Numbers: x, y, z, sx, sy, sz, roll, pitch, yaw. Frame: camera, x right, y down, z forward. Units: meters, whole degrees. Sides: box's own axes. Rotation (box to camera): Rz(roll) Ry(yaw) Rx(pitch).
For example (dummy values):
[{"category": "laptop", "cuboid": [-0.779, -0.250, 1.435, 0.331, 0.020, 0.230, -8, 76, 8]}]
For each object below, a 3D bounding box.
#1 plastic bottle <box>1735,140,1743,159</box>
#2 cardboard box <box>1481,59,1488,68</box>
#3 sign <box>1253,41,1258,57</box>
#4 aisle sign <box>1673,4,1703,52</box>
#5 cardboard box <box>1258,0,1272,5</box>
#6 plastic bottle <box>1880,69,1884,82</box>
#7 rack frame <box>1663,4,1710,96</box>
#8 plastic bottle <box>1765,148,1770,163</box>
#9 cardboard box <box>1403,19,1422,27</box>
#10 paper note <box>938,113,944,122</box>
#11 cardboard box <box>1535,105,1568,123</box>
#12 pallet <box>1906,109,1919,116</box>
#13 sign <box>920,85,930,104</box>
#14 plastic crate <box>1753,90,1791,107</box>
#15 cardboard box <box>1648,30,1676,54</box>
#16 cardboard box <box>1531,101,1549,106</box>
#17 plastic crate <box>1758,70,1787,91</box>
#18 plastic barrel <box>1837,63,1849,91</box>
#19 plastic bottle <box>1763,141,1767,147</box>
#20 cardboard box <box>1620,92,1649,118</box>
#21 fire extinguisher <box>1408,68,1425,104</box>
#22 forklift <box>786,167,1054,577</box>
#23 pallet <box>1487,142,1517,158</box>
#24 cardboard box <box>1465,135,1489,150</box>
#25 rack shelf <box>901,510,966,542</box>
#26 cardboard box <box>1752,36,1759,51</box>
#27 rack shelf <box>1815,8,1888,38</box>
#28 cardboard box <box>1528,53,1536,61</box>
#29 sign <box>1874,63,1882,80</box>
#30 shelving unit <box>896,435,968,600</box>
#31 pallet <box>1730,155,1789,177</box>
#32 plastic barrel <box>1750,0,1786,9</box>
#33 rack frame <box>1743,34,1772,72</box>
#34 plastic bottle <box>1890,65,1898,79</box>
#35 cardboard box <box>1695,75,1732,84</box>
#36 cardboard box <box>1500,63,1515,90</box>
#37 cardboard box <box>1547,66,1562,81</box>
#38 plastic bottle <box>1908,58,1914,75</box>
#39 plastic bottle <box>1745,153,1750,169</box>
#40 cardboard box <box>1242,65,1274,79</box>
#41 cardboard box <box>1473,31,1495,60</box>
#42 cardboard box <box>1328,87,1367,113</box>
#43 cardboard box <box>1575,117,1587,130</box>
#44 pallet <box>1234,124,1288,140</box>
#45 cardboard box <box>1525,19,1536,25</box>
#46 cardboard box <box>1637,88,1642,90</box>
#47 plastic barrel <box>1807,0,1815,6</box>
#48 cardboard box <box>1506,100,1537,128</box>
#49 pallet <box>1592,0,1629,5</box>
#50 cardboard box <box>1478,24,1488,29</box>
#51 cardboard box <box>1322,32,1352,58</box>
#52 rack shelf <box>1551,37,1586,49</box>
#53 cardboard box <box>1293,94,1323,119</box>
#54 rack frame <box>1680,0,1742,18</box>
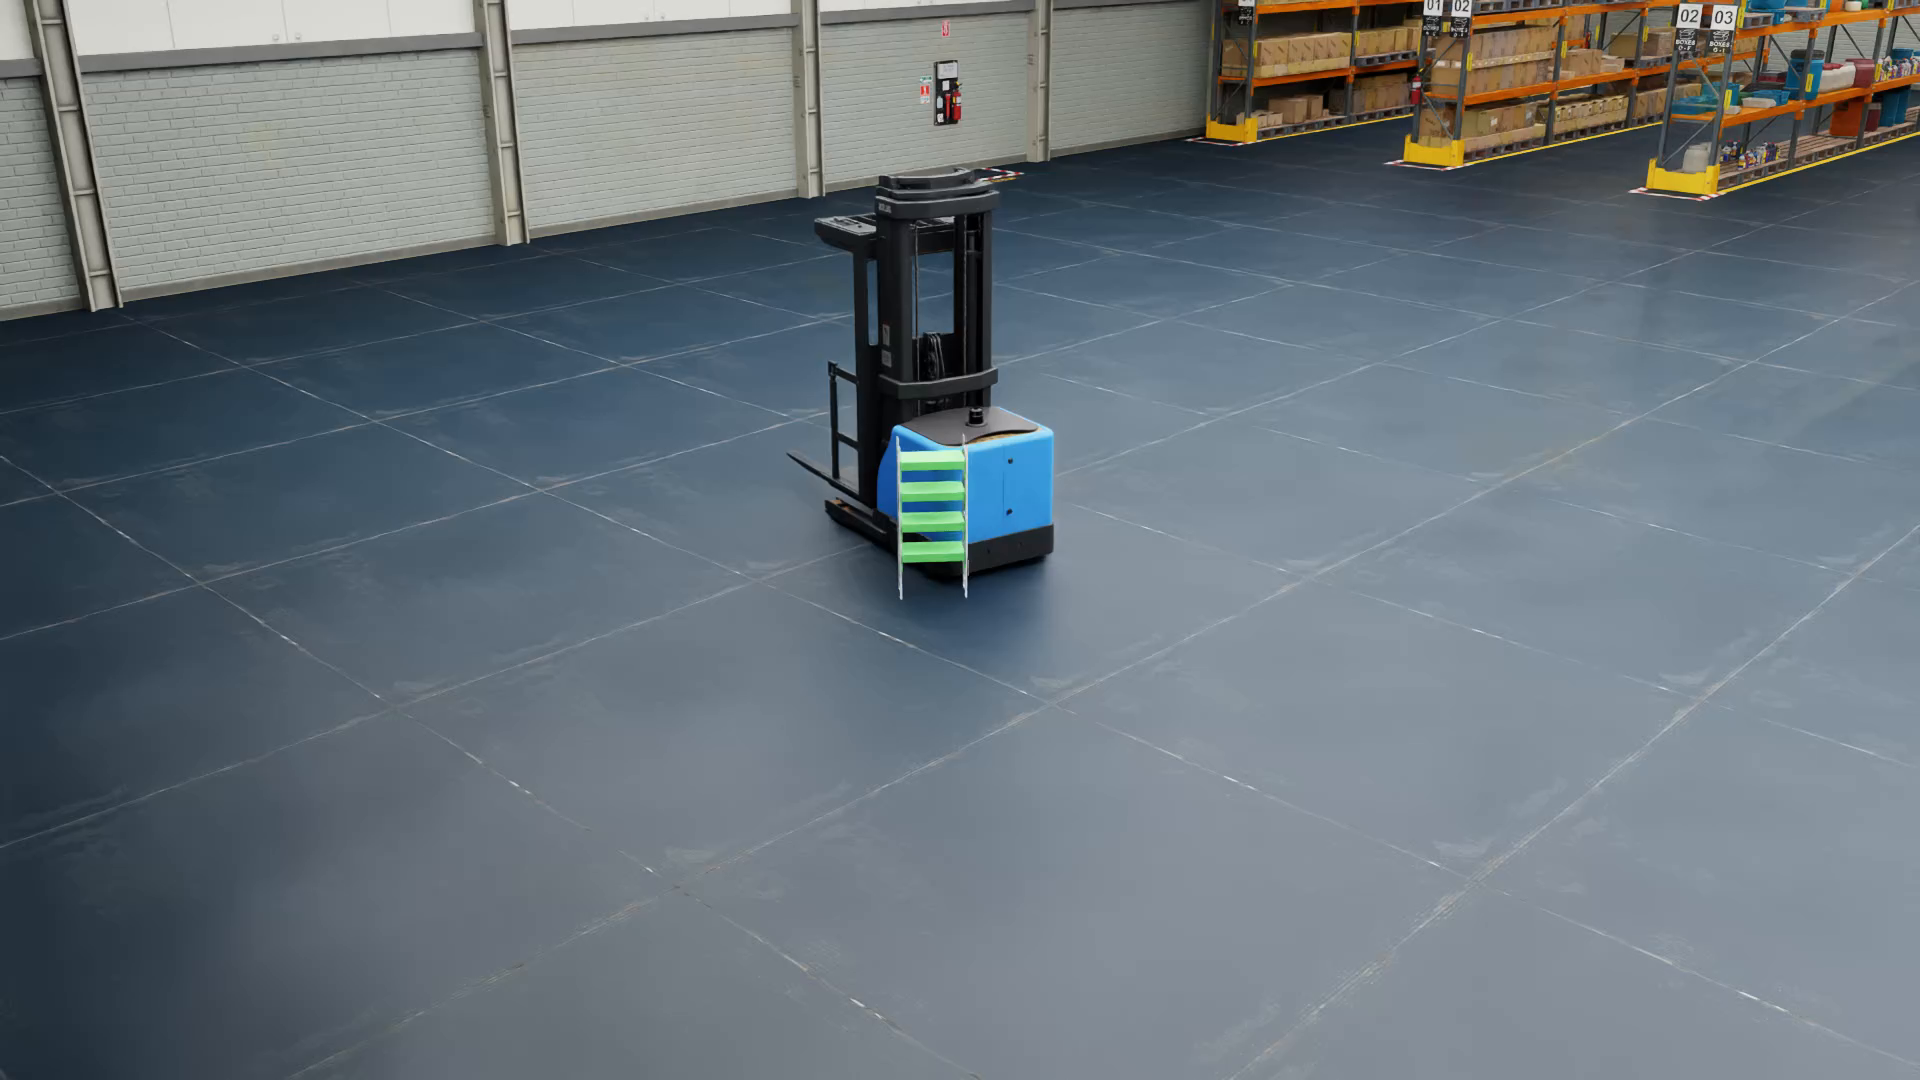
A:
[{"category": "plastic bottle", "cuboid": [15.010, -7.535, 32.076, 0.144, 0.351, 0.185, 19, 28, 41]}, {"category": "cardboard box", "cuboid": [10.215, -9.447, 32.928, 0.380, 0.149, 0.250, 19, 28, 41]}, {"category": "sign", "cuboid": [6.267, -10.425, 35.310, 0.100, 0.325, 0.005, 19, 28, 41]}, {"category": "aisle sign", "cuboid": [12.713, -8.947, 29.047, 0.394, 0.787, 0.004, 19, 28, 41]}, {"category": "cardboard box", "cuboid": [6.290, -11.636, 35.320, 0.500, 0.500, 0.500, -19, 28, -41]}, {"category": "plastic bottle", "cuboid": [19.413, -9.825, 35.129, 0.152, 0.276, 0.135, 19, 28, 41]}, {"category": "rack frame", "cuboid": [17.801, -12.003, 40.621, 1.000, 3.000, 0.127, 19, 28, 41]}, {"category": "plastic bottle", "cuboid": [15.306, -7.304, 31.569, 0.133, 0.283, 0.061, -18, 27, -39]}, {"category": "cardboard box", "cuboid": [11.026, -12.585, 40.481, 0.380, 0.149, 0.250, 14, 25, 32]}, {"category": "paper note", "cuboid": [-0.363, -7.946, 31.294, 0.016, 0.148, 0.142, 19, 28, 41]}, {"category": "cardboard box", "cuboid": [12.687, -9.164, 35.702, 0.500, 0.311, 0.500, 19, 28, 41]}, {"category": "pallet", "cuboid": [22.684, -9.974, 39.230, 1.003, 0.211, 1.213, 19, 28, 41]}, {"category": "sign", "cuboid": [-0.650, -8.286, 30.901, 0.001, 0.329, 0.234, 19, 28, 41]}, {"category": "plastic crate", "cuboid": [15.189, -8.284, 31.153, 0.499, 0.251, 0.616, 19, 28, 41]}, {"category": "cardboard box", "cuboid": [16.613, -11.776, 39.306, 0.700, 0.500, 0.500, 12, 24, 27]}, {"category": "cardboard box", "cuboid": [12.656, -9.432, 36.398, 0.500, 0.311, 0.500, -19, 28, -41]}, {"category": "plastic crate", "cuboid": [15.885, -8.936, 32.555, 0.402, 0.464, 0.583, 19, 28, 41]}, {"category": "plastic barrel", "cuboid": [17.699, -9.360, 33.589, 0.421, 0.512, 0.421, 0, 21, 0]}, {"category": "plastic bottle", "cuboid": [15.421, -7.473, 31.915, 0.144, 0.351, 0.185, 19, 28, 41]}, {"category": "cardboard box", "cuboid": [15.533, -10.058, 38.434, 0.500, 0.500, 0.500, -19, 28, -40]}, {"category": "fire extinguisher", "cuboid": [9.015, -8.968, 32.833, 0.296, 0.674, 0.183, 19, 28, 41]}, {"category": "forklift", "cuboid": [-0.479, -1.567, 13.565, 1.130, 2.935, 3.031, -13, 25, -30]}, {"category": "pallet", "cuboid": [10.784, -8.136, 34.447, 1.003, 0.211, 1.213, 19, 28, 41]}, {"category": "cardboard box", "cuboid": [10.309, -8.042, 33.564, 0.500, 0.250, 0.500, 19, 28, 41]}, {"category": "rack shelf", "cuboid": [-0.206, -0.105, 12.349, 0.480, 0.148, 0.258, -2, 22, -5]}, {"category": "cardboard box", "cuboid": [20.115, -12.760, 42.452, 0.500, 0.500, 0.500, 20, 28, 41]}, {"category": "rack shelf", "cuboid": [17.162, -10.284, 32.971, 1.077, 0.370, 4.000, 19, 28, 41]}, {"category": "cardboard box", "cuboid": [11.647, -9.973, 34.298, 0.380, 0.149, 0.250, 19, 28, 41]}, {"category": "sign", "cuboid": [18.956, -9.674, 34.335, 0.100, 0.325, 0.005, 19, 28, 41]}, {"category": "shelving unit", "cuboid": [-0.206, -0.165, 12.325, 0.503, 1.200, 0.258, -2, 22, -5]}, {"category": "pallet", "cuboid": [15.268, -7.242, 32.121, 1.003, 0.211, 1.213, 19, 28, 41]}, {"category": "plastic barrel", "cuboid": [14.996, -10.307, 30.744, 0.600, 0.901, 0.708, 19, 28, 41]}, {"category": "rack frame", "cuboid": [20.592, -13.031, 43.296, 1.000, 3.000, 0.127, 19, 28, 41]}, {"category": "plastic bottle", "cuboid": [20.058, -10.063, 35.747, 0.152, 0.276, 0.135, 19, 28, 41]}, {"category": "cardboard box", "cuboid": [19.108, -11.527, 42.250, 0.797, 0.503, 0.637, 19, 28, 41]}, {"category": "cardboard box", "cuboid": [10.843, -9.480, 33.919, 0.500, 0.500, 0.700, -19, 28, -40]}, {"category": "cardboard box", "cuboid": [12.532, -10.014, 35.655, 0.500, 0.250, 0.500, -18, 27, -39]}, {"category": "plastic bottle", "cuboid": [20.812, -10.373, 36.451, 0.144, 0.351, 0.185, 19, 28, 41]}, {"category": "plastic bottle", "cuboid": [14.635, -7.056, 30.925, 0.133, 0.283, 0.061, -20, 28, -41]}, {"category": "cardboard box", "cuboid": [6.446, -10.142, 35.962, 0.500, 0.250, 0.500, 18, 28, 39]}, {"category": "cardboard box", "cuboid": [10.165, -9.837, 33.040, 0.700, 0.500, 0.500, 18, 28, 39]}, {"category": "cardboard box", "cuboid": [9.170, -10.417, 39.367, 0.500, 0.500, 0.700, -19, 28, -40]}, {"category": "cardboard box", "cuboid": [13.396, -9.165, 36.486, 0.500, 0.250, 0.500, 18, 28, 39]}, {"category": "pallet", "cuboid": [6.523, -9.075, 36.890, 1.003, 0.211, 1.213, 19, 28, 41]}, {"category": "cardboard box", "cuboid": [14.639, -13.517, 44.143, 0.700, 0.700, 0.980, -20, 28, -41]}, {"category": "cardboard box", "cuboid": [15.856, -10.445, 39.440, 0.500, 0.500, 0.500, 18, 27, 39]}, {"category": "plastic barrel", "cuboid": [16.422, -10.693, 32.334, 0.600, 0.901, 0.600, 0, 21, 0]}, {"category": "cardboard box", "cuboid": [11.696, -8.909, 34.775, 0.500, 0.500, 0.500, 19, 28, 41]}, {"category": "pallet", "cuboid": [13.823, -11.801, 36.180, 1.213, 0.211, 1.003, -19, 28, -40]}, {"category": "cardboard box", "cuboid": [13.058, -12.864, 42.281, 0.500, 0.500, 0.500, -19, 28, -41]}, {"category": "cardboard box", "cuboid": [8.560, -11.275, 37.865, 0.500, 0.500, 0.500, 19, 28, 41]}, {"category": "rack shelf", "cuboid": [15.644, -13.420, 45.311, 1.077, 0.370, 4.000, 19, 28, 41]}, {"category": "cardboard box", "cuboid": [7.973, -9.947, 38.143, 0.500, 0.500, 0.500, 17, 27, 37]}, {"category": "rack frame", "cuboid": [12.976, -10.478, 28.291, 1.000, 3.000, 0.127, 19, 28, 41]}]
